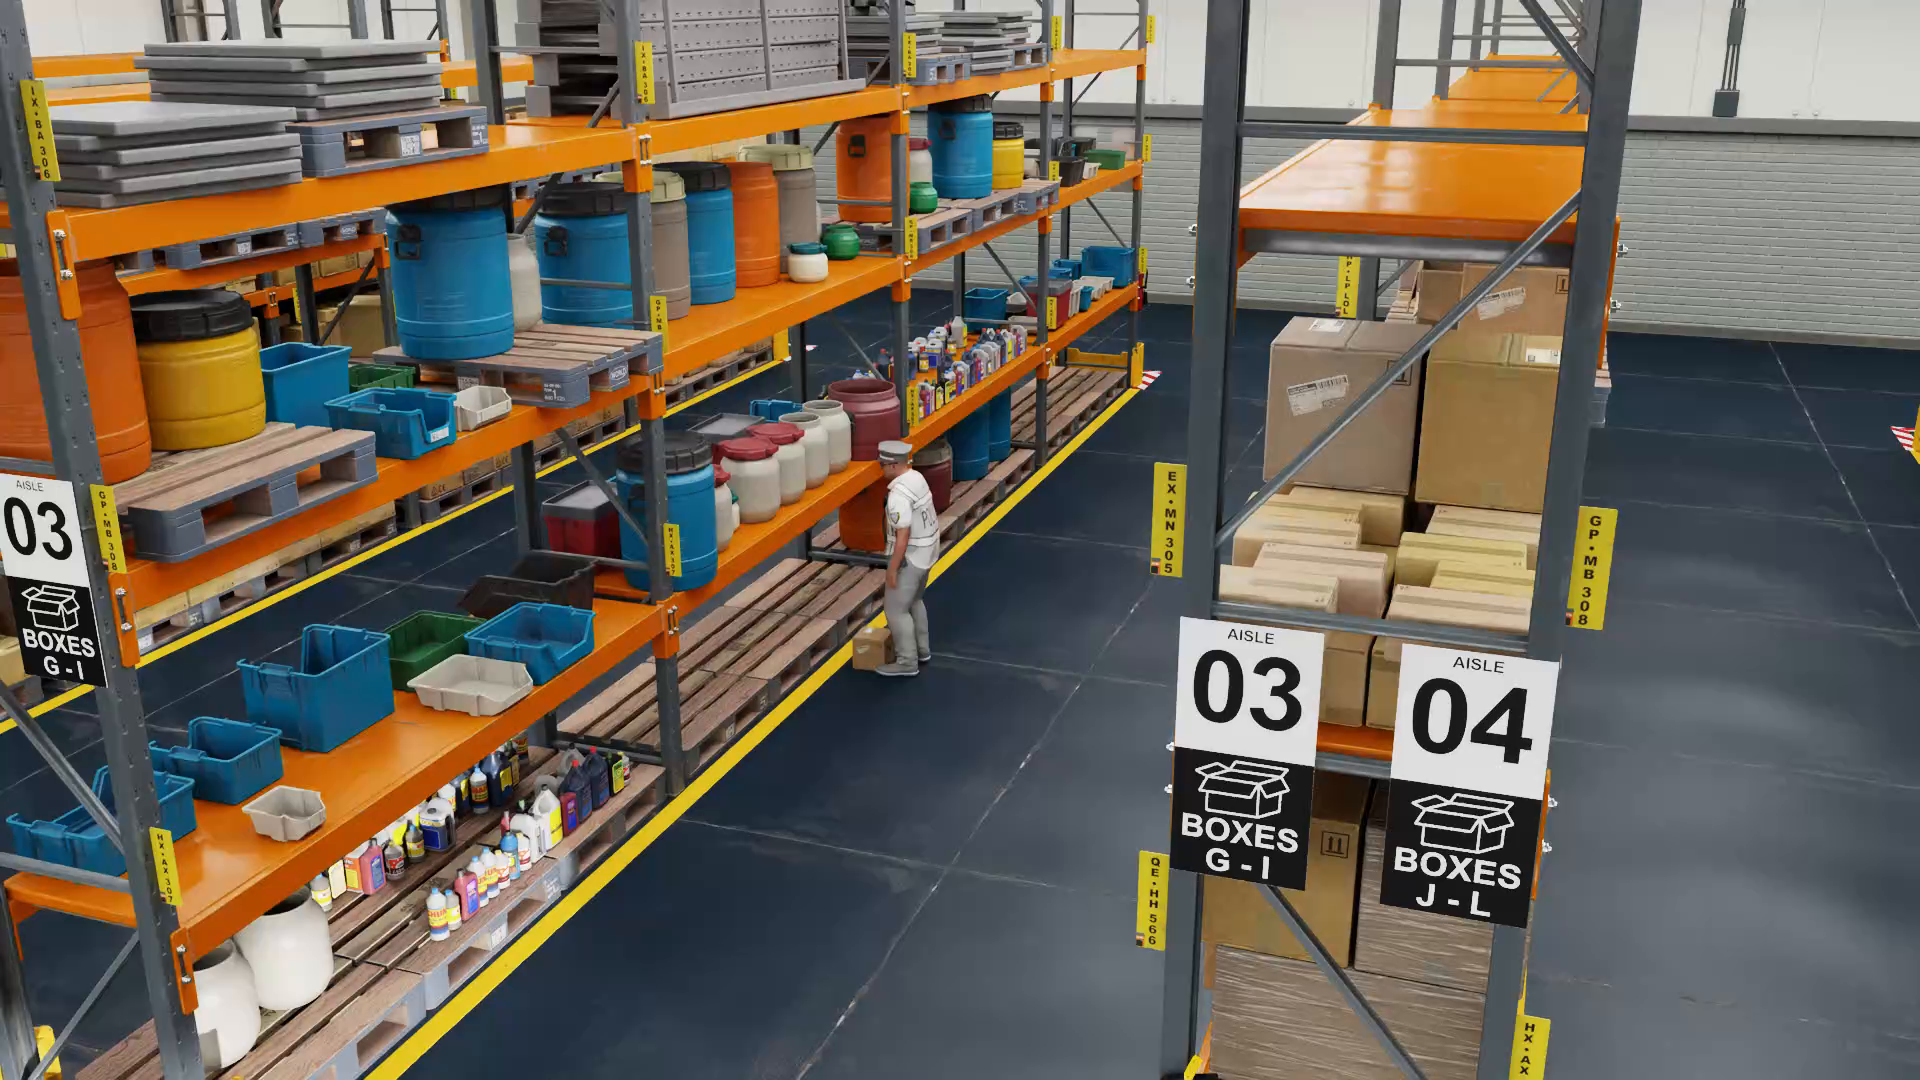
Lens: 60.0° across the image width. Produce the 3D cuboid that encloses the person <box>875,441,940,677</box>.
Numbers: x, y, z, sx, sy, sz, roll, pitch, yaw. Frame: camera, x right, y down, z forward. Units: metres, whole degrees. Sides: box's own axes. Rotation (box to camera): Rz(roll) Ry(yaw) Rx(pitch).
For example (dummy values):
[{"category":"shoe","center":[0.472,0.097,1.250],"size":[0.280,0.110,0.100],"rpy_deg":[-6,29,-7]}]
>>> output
[{"category":"person","center":[-0.380,0.132,12.157],"size":[0.437,1.747,0.596],"rpy_deg":[5,19,15]}]
